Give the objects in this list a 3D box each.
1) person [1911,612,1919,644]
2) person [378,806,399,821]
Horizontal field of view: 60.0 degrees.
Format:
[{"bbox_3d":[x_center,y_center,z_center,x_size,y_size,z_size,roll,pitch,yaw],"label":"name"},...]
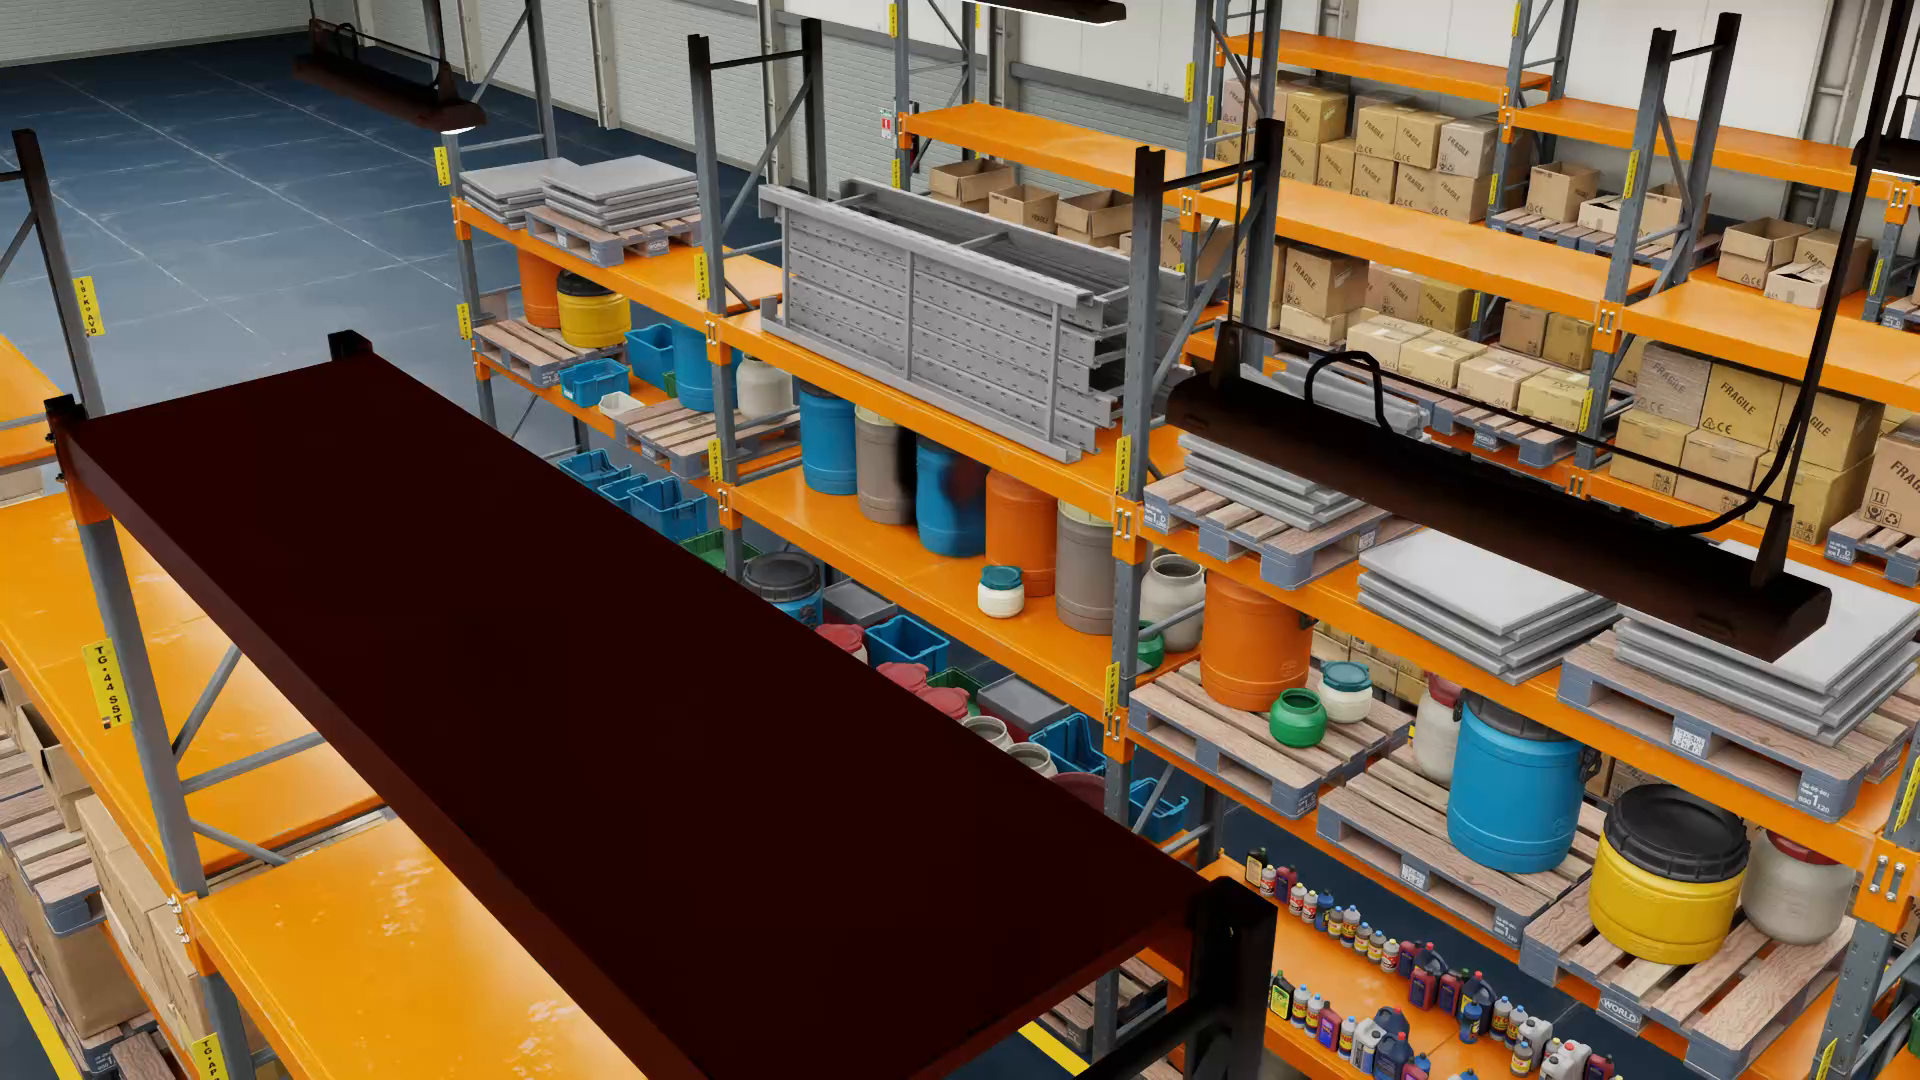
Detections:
[{"bbox_3d":[8.221,0.609,14.479,0.508,1.729,1.013,-18,32,-31],"label":"person"},{"bbox_3d":[-4.078,1.954,11.843,0.462,1.685,0.496,-3,27,-7],"label":"person"}]
